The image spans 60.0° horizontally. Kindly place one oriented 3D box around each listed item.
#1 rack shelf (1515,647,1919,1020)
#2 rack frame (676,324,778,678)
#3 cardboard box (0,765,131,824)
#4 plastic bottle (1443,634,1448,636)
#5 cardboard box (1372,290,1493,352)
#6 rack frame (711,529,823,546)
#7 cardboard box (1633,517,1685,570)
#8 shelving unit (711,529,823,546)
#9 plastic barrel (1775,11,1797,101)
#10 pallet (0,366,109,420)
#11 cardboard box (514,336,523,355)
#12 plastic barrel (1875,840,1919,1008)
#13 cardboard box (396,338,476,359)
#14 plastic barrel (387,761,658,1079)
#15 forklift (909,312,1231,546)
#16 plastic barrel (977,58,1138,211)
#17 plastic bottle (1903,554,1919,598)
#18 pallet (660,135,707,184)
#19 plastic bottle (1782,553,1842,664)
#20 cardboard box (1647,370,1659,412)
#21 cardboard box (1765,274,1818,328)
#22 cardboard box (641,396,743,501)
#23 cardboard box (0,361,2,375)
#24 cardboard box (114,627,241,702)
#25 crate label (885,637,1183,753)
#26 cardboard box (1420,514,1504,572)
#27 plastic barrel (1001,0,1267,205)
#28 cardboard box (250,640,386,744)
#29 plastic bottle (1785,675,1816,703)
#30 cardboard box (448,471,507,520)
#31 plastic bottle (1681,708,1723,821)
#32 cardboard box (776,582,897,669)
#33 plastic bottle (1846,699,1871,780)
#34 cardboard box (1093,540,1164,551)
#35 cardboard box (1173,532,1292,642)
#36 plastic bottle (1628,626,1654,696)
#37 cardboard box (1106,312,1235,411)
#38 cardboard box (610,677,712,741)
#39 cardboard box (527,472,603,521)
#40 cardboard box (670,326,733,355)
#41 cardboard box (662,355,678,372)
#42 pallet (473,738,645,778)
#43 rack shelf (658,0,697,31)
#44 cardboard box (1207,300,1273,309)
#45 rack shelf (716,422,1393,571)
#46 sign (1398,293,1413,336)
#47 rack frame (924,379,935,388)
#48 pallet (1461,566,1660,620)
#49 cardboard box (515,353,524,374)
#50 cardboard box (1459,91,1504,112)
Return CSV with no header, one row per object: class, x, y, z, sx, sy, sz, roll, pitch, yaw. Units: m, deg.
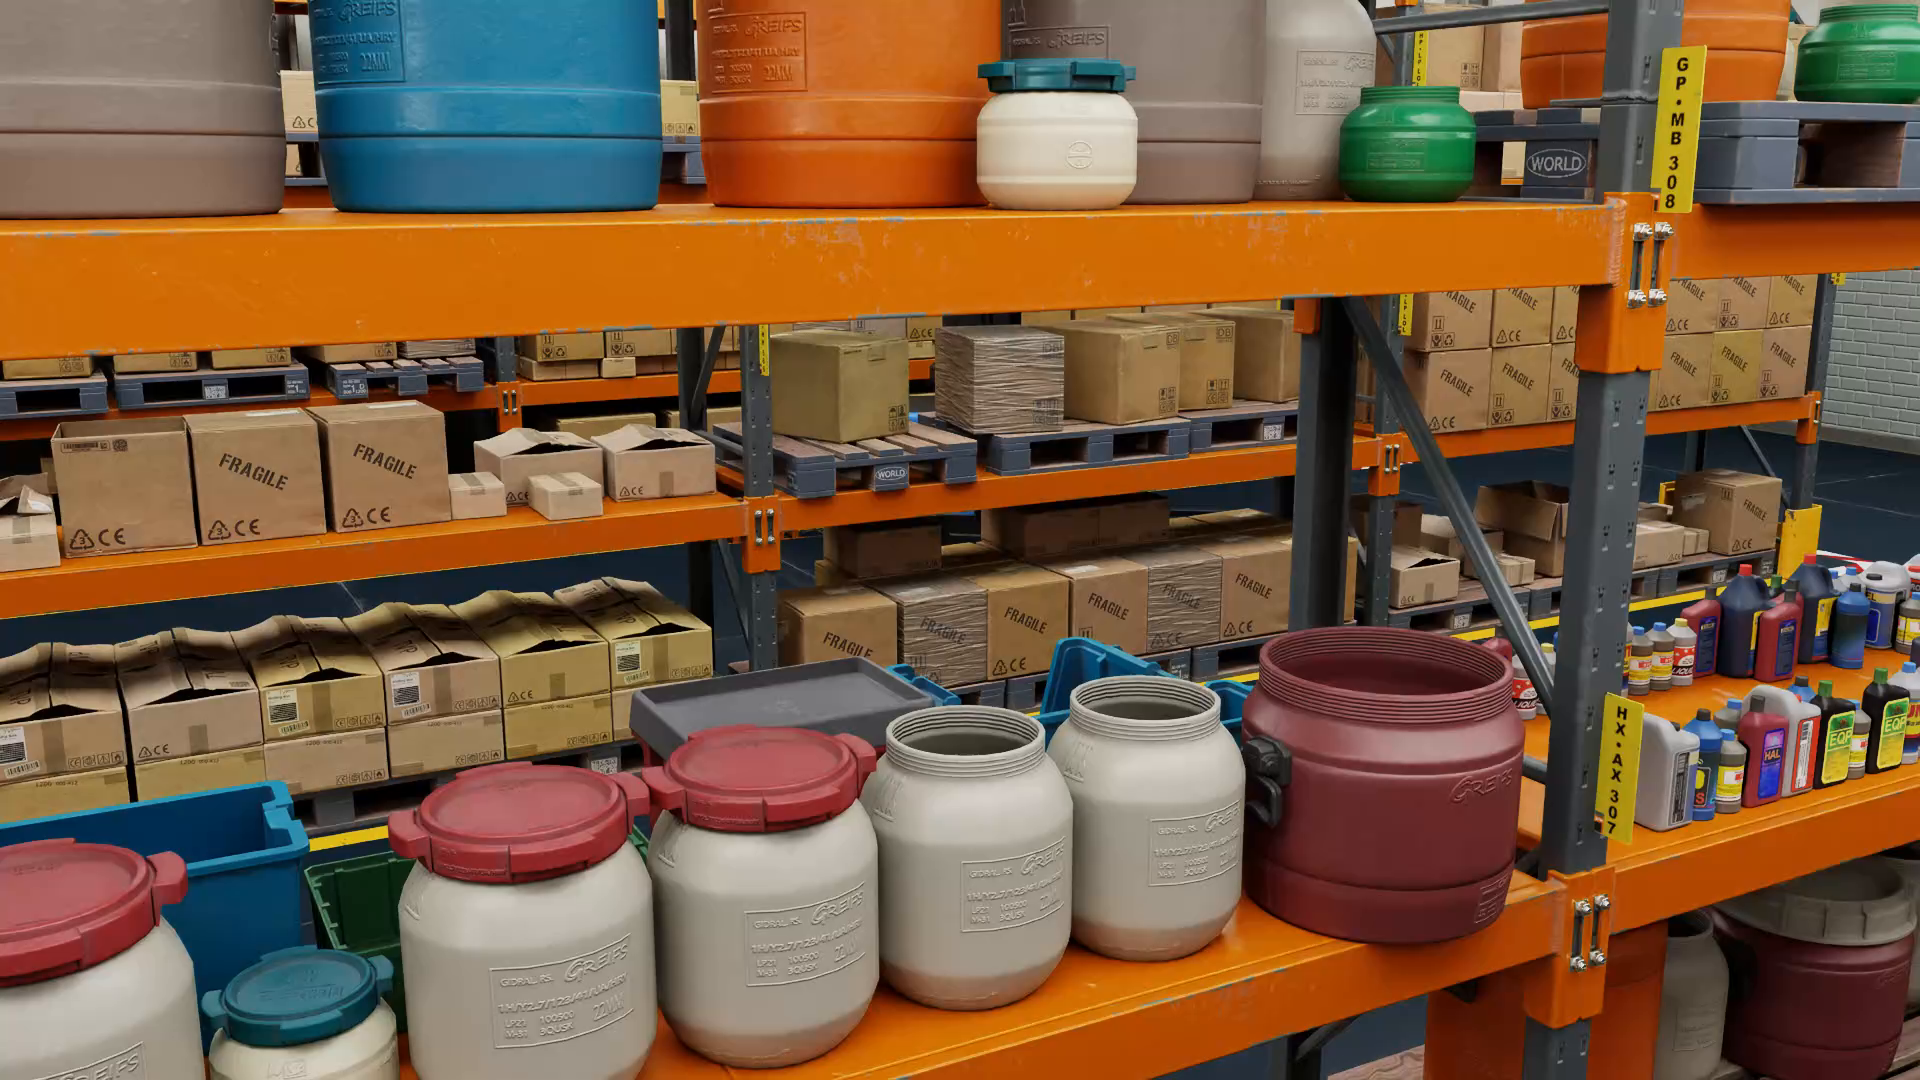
rack shelf,2.936,0.619,5.164,4.000,0.370,1.077,-7,14,-28
rack frame,-1.189,-0.476,8.393,0.127,3.000,1.000,-7,14,-28
cardboard box,-3.778,1.033,6.993,0.500,0.250,0.500,-6,14,-26
plastic bottle,1.332,0.411,4.717,0.133,0.283,0.061,-7,14,-28
cardboard box,2.870,-1.429,10.122,0.500,0.500,0.500,-6,14,-26
rack frame,-1.583,-0.015,13.150,1.200,0.006,0.240,-5,14,-21
cardboard box,4.625,0.008,11.503,0.500,0.250,0.500,-7,14,-28
shelving unit,-1.583,-0.104,13.130,1.200,0.189,0.258,-5,14,-21
plastic barrel,2.052,-1.263,4.416,0.301,0.262,0.301,0,13,0
pallet,-6.336,-0.968,11.017,1.213,0.211,1.003,-7,14,-28
cardboard box,-3.278,-1.735,13.034,0.500,0.500,0.500,-7,14,-28
plastic barrel,3.046,1.237,5.488,0.421,0.512,0.421,0,13,0
cardboard box,-3.974,-1.642,12.346,0.500,0.500,0.700,-9,15,-34
plastic barrel,-0.741,0.698,2.867,0.433,0.535,0.433,0,13,0
forklift,0.620,-1.413,12.712,3.031,2.935,1.130,2,13,7
plastic barrel,0.177,-0.738,3.041,0.301,0.262,0.301,0,13,0
plastic bottle,3.290,0.191,5.710,0.135,0.276,0.152,-7,14,-28
pallet,-1.742,-1.759,7.691,1.003,0.211,1.213,-6,14,-25
plastic bottle,2.774,0.216,5.431,0.185,0.351,0.144,-7,14,-28
cardboard box,4.233,-1.107,10.970,0.500,0.500,0.500,-7,14,-29
cardboard box,5.574,-1.755,11.569,0.500,0.500,0.500,-7,14,-28
cardboard box,-2.086,-0.730,13.459,0.750,0.750,0.750,-7,14,-28
cardboard box,-6.614,-1.320,10.913,0.500,0.500,0.700,-7,14,-28
cardboard box,-3.589,0.602,7.632,0.500,0.311,0.500,-7,14,-28
crate label,0.179,0.514,3.913,0.616,0.435,0.502,-7,14,-28
cardboard box,3.344,0.007,11.370,0.500,0.311,0.500,-7,14,-28
plastic barrel,0.356,-1.185,3.567,0.600,0.901,0.600,0,13,0
cardboard box,-2.869,0.650,7.417,0.500,0.311,0.500,-6,14,-26
plastic bottle,2.208,0.491,4.388,0.097,0.271,0.097,0,13,0
cardboard box,-2.281,-0.209,7.776,0.250,0.149,0.380,-6,14,-24
plastic bottle,1.831,0.551,4.120,0.097,0.271,0.097,0,13,0
cardboard box,-0.653,0.536,8.587,0.500,0.500,0.500,-6,14,-25
plastic bottle,2.354,0.523,4.406,0.097,0.201,0.097,0,13,0
cardboard box,0.875,0.221,9.986,0.500,0.500,0.500,-7,14,-27
cardboard box,1.588,0.265,9.789,0.500,0.500,0.500,-7,14,-28
plastic bottle,2.071,0.367,5.100,0.097,0.201,0.097,0,13,0
cardboard box,1.226,-1.059,9.800,0.500,0.500,0.700,-4,13,-19
cardboard box,-1.534,0.763,8.194,0.500,0.250,0.500,-6,14,-27
cardboard box,-1.846,-0.206,7.764,0.250,0.149,0.380,-7,14,-28
cardboard box,-2.117,-1.741,13.063,0.500,0.500,0.500,-7,14,-28
cardboard box,-2.281,-1.423,13.128,0.250,0.149,0.380,-6,14,-27
pallet,-1.930,0.963,8.348,1.213,0.211,1.003,-7,14,-28
rack shelf,-1.810,-4.022,13.032,4.000,0.370,1.077,-7,14,-28
cardboard box,2.380,-2.284,15.743,0.700,0.700,0.980,-7,14,-28
rack shelf,0.566,-0.336,9.407,4.000,0.370,1.077,-7,14,-28
sign,2.591,-1.355,9.662,0.005,0.325,0.100,-7,14,-28
rack frame,-0.055,-1.851,14.503,0.127,3.000,1.000,-7,14,-28
pallet,3.997,0.262,11.464,1.213,0.211,1.003,-7,14,-28
cardboard box,-3.403,-1.401,13.030,0.250,0.149,0.380,-7,14,-27
cardboard box,2.868,-2.534,9.910,0.500,0.250,0.500,-7,14,-28
